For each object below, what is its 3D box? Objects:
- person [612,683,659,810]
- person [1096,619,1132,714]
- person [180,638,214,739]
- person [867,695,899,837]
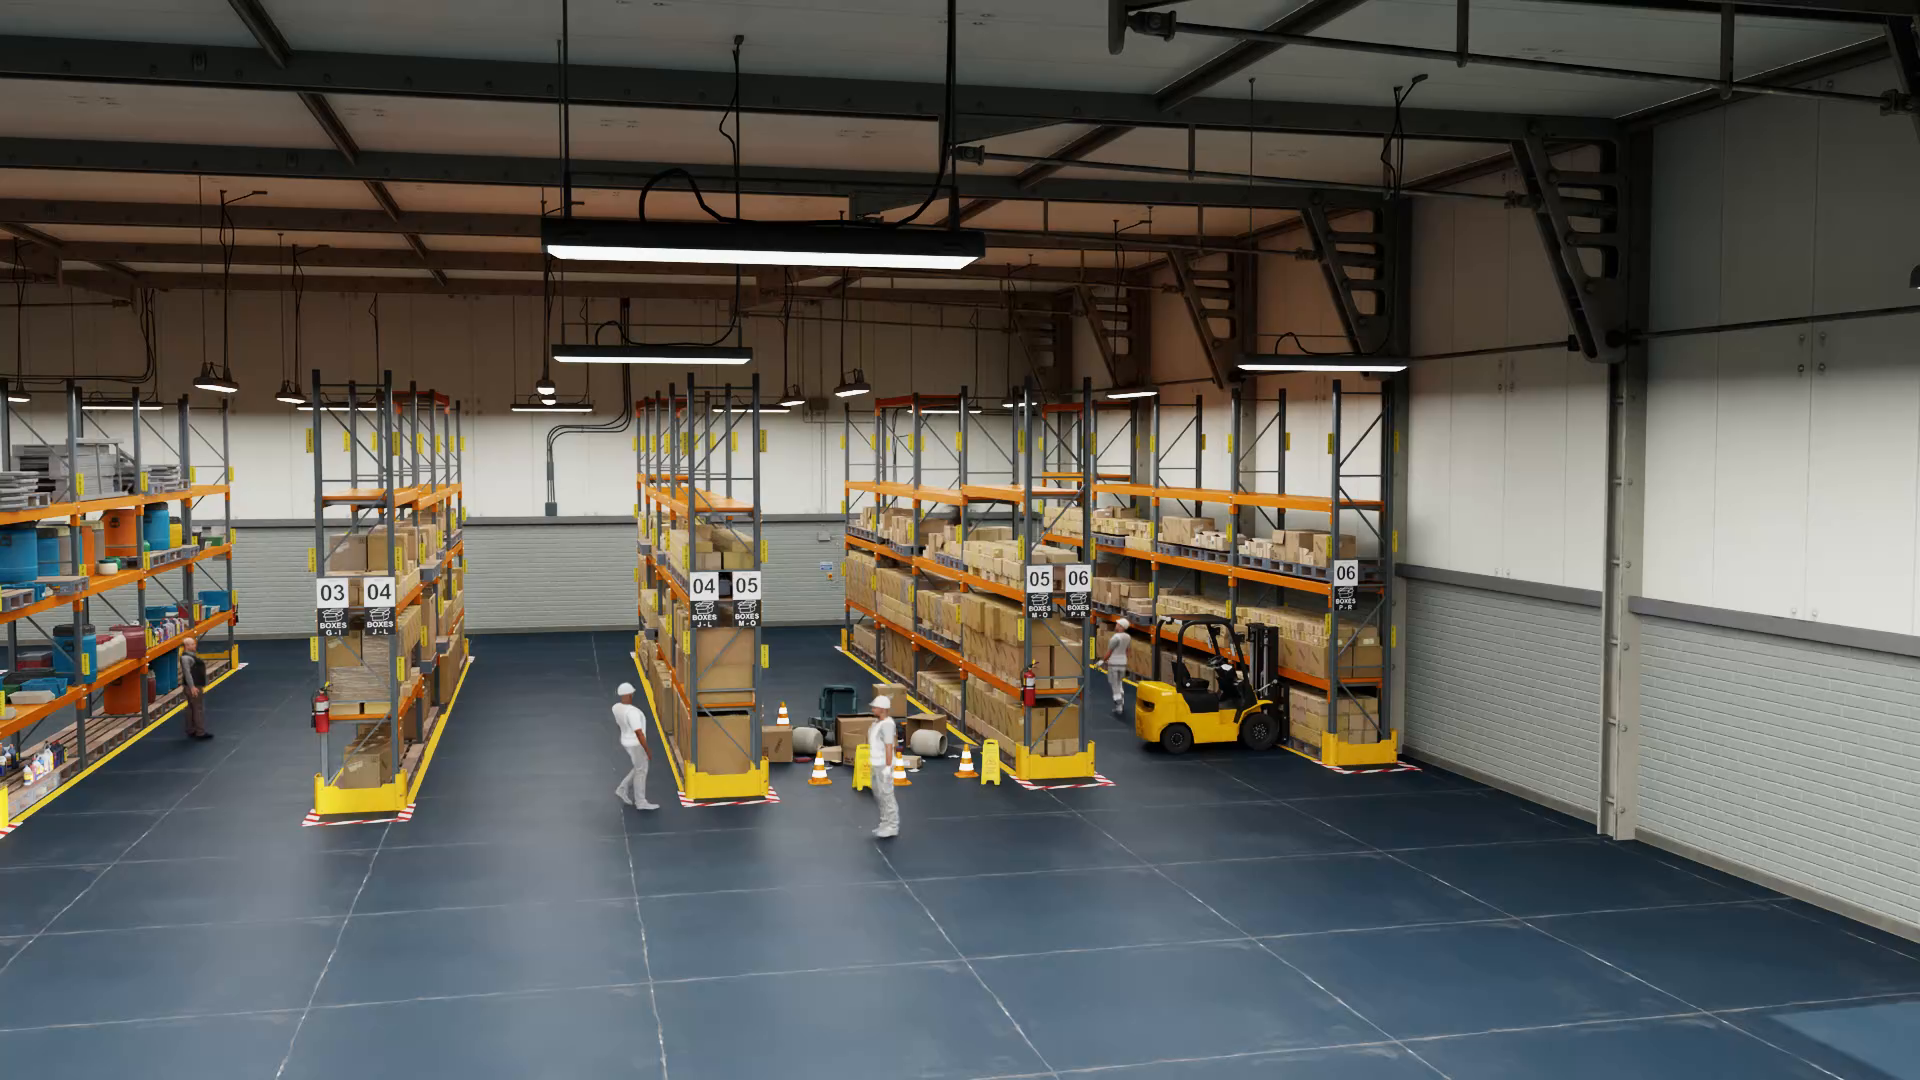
[{"bbox_3d":[-4.470,2.817,22.855,0.576,1.745,0.699,-1,4,-23],"label":"person"},{"bbox_3d":[2.874,2.341,30.713,0.638,1.800,0.542,-1,4,-22],"label":"person"},{"bbox_3d":[-12.954,2.510,28.216,0.498,1.708,0.615,-2,4,-27],"label":"person"},{"bbox_3d":[-0.996,2.889,21.227,0.370,1.822,0.684,-1,3,-19],"label":"person"}]
